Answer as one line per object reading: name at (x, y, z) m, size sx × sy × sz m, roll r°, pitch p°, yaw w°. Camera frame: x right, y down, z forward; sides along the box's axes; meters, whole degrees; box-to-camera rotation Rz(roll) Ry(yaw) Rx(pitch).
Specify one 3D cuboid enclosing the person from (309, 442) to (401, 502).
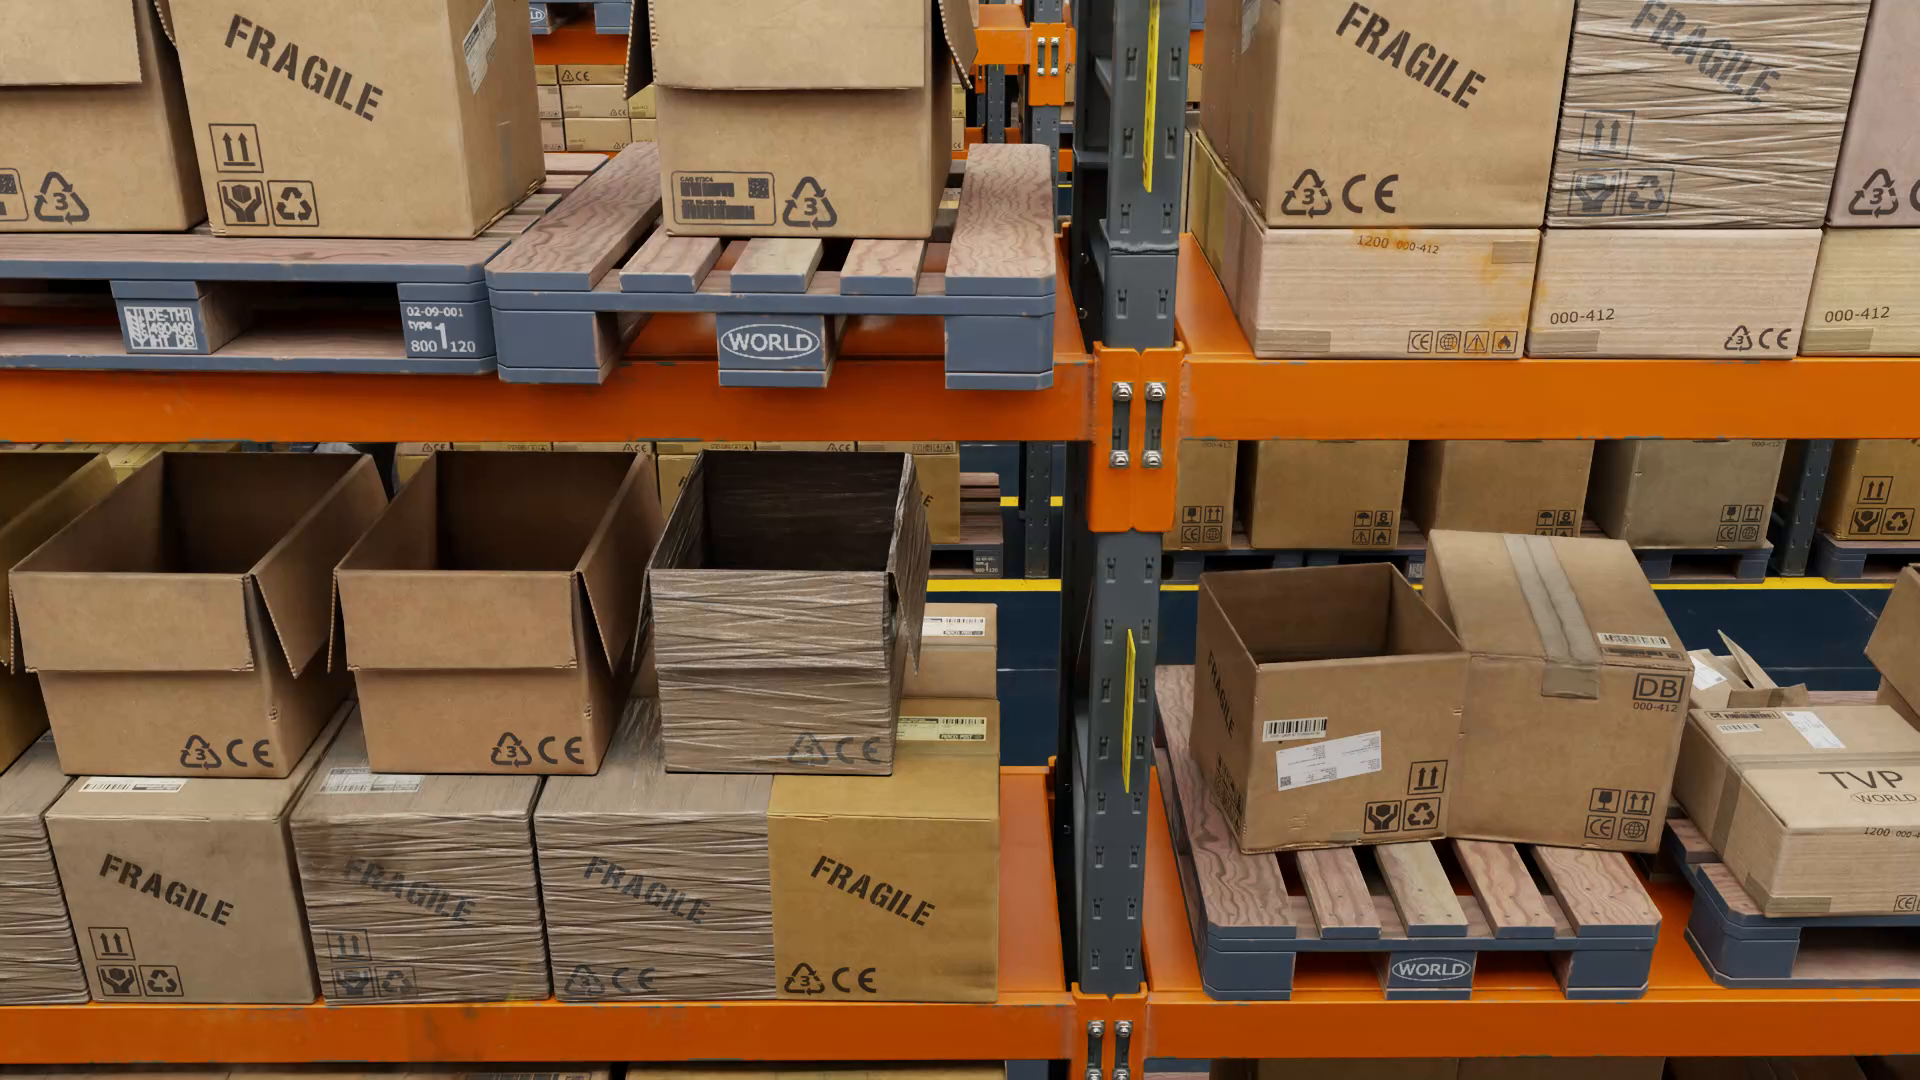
person at (-2.489, 0.051, 6.964) m, size 0.502 × 1.711 × 0.536 m, roll 2°, pitch 24°, yaw 4°
